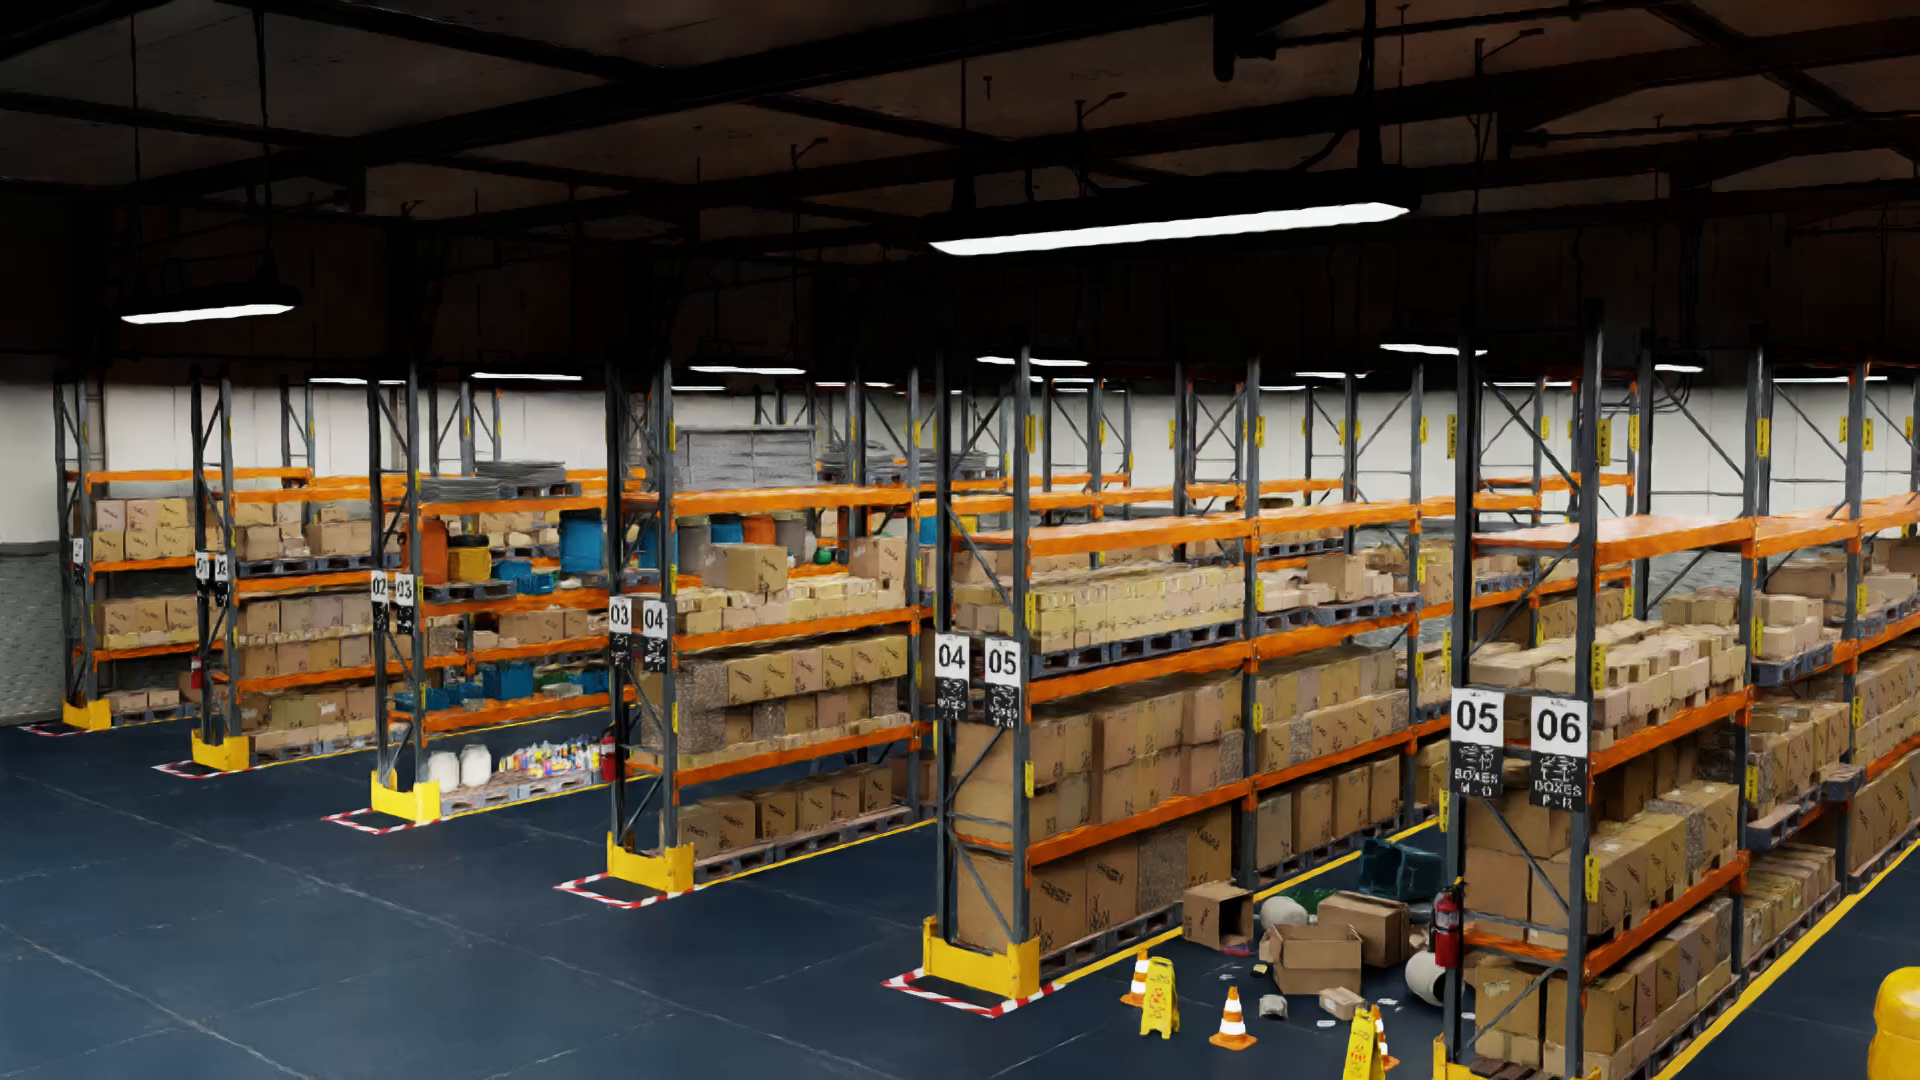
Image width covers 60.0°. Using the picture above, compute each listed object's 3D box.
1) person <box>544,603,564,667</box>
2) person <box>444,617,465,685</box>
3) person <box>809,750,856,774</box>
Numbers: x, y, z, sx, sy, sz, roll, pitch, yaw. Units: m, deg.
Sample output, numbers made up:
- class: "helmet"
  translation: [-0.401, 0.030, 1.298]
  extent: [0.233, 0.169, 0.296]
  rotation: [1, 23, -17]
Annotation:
- class: "person"
  translation: [-8.147, 1.891, 33.545]
  extent: [0.443, 1.680, 0.545]
  rotation: [1, 4, 18]
- class: "person"
  translation: [-9.080, 2.168, 30.072]
  extent: [0.988, 1.621, 0.482]
  rotation: [-4, 5, -41]
- class: "person"
  translation: [-1.838, 2.609, 23.568]
  extent: [0.591, 1.716, 1.042]
  rotation: [3, 5, 39]
